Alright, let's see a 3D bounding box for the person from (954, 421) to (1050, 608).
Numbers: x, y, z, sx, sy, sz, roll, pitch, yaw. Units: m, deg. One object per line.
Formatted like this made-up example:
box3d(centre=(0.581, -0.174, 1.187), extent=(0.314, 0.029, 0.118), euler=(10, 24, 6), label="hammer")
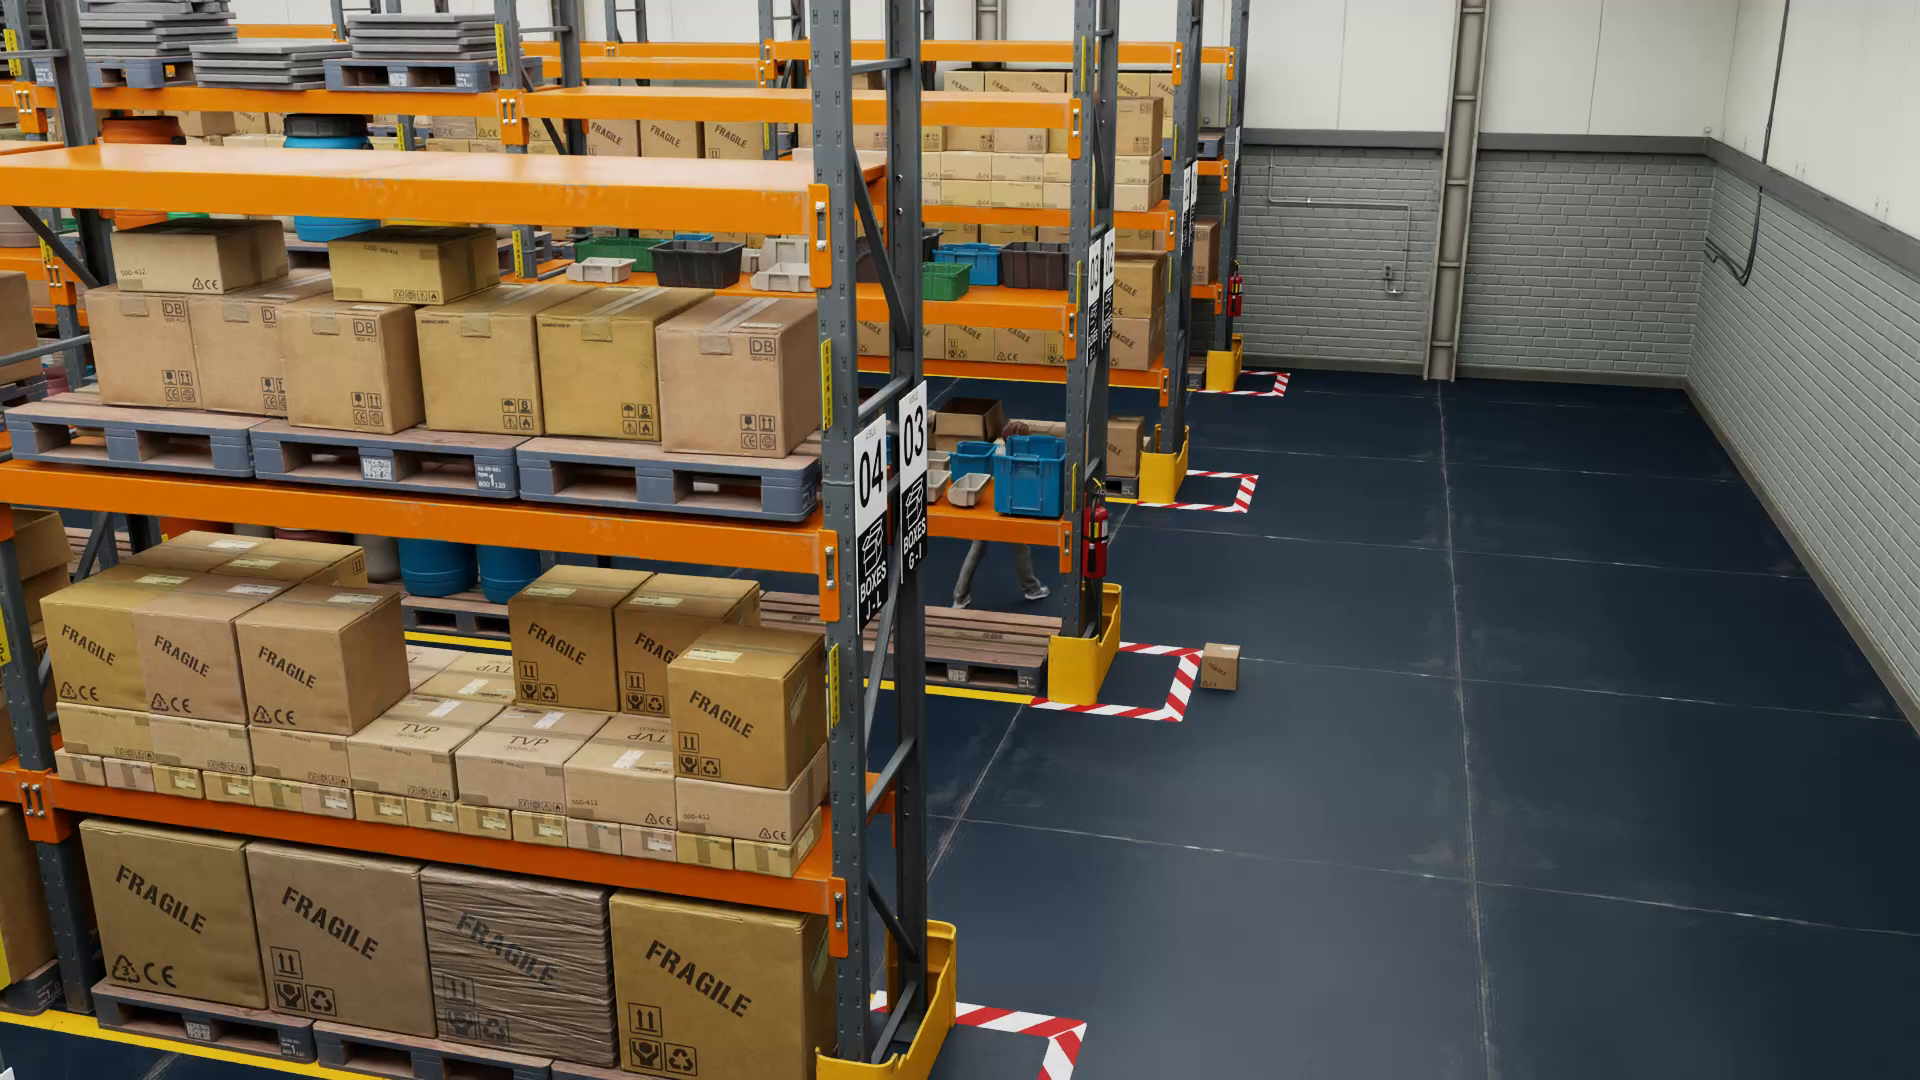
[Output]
box3d(centre=(0.357, -0.215, 13.359), extent=(0.889, 1.535, 0.487), euler=(-16, 24, -40), label="person")
